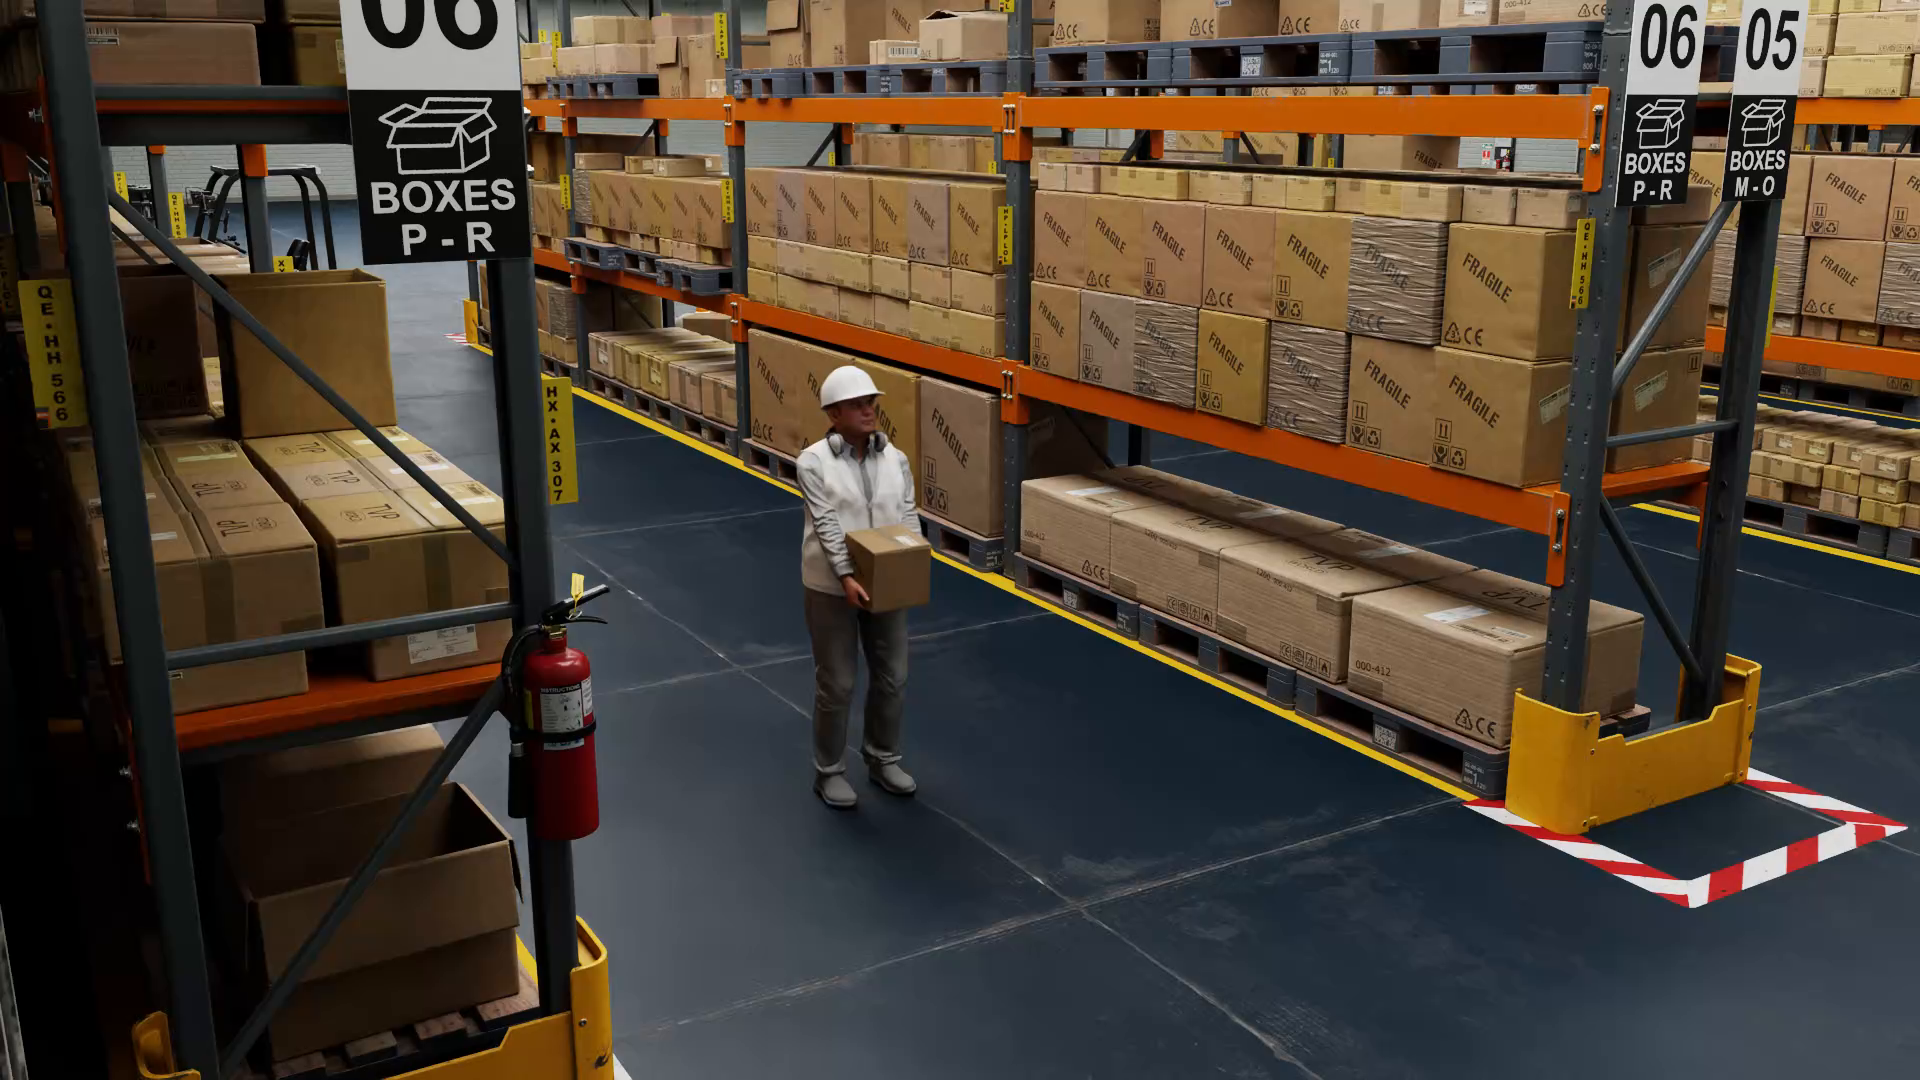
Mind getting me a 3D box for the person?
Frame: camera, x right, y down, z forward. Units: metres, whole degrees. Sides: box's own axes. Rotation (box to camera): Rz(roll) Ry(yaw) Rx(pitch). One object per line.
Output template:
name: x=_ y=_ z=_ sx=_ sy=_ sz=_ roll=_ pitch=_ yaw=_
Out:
person: x=-0.362 y=0.202 z=6.666 sx=0.494 sy=1.762 sz=0.564 roll=-8 pitch=17 yaw=-29
